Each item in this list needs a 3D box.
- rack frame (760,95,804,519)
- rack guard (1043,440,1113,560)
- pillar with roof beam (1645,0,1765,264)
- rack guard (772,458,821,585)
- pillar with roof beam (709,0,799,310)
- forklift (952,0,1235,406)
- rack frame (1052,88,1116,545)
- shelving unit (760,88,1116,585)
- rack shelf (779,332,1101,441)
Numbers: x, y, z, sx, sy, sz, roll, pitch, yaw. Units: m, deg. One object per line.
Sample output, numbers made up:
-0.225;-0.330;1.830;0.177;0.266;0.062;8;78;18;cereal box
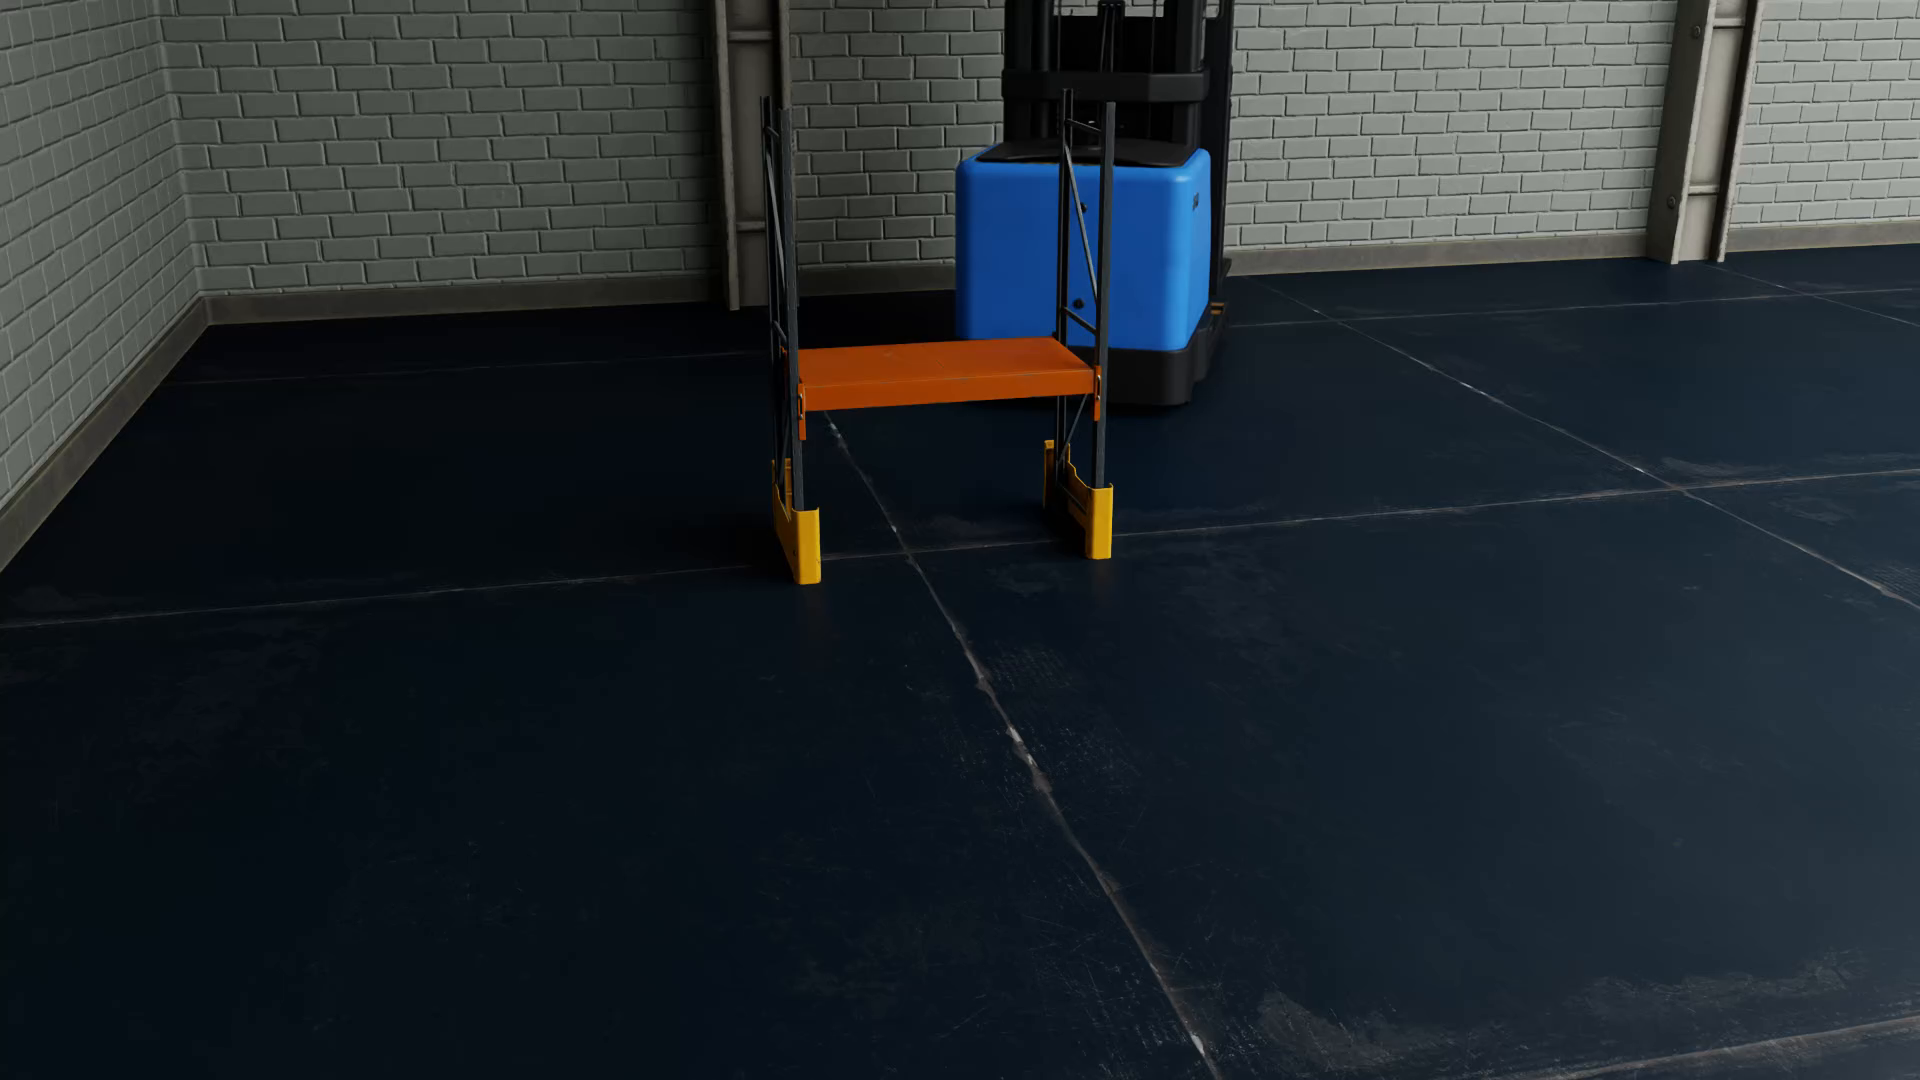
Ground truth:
-0.578;-0.657;5.428;0.032;1.500;0.500;-5;21;-12;rack frame
0.410;-0.151;5.863;0.087;0.250;0.587;-5;21;-12;rack guard
5.692;-4.616;5.334;0.400;9.000;9.100;-5;21;-12;pillar with roof beam
-0.559;-0.072;5.648;0.087;0.250;0.587;-5;21;-12;rack guard
-0.147;-4.141;4.037;0.400;9.000;9.100;-5;21;-12;pillar with roof beam
0.811;-2.428;8.182;1.130;2.935;3.031;5;21;13;forklift
0.412;-0.738;5.648;0.032;1.500;0.500;-5;21;-12;rack frame
-0.074;-0.698;5.540;1.083;1.500;0.587;-5;21;-12;shelving unit
-0.083;-0.529;5.600;1.000;0.185;0.538;-5;21;-12;rack shelf
